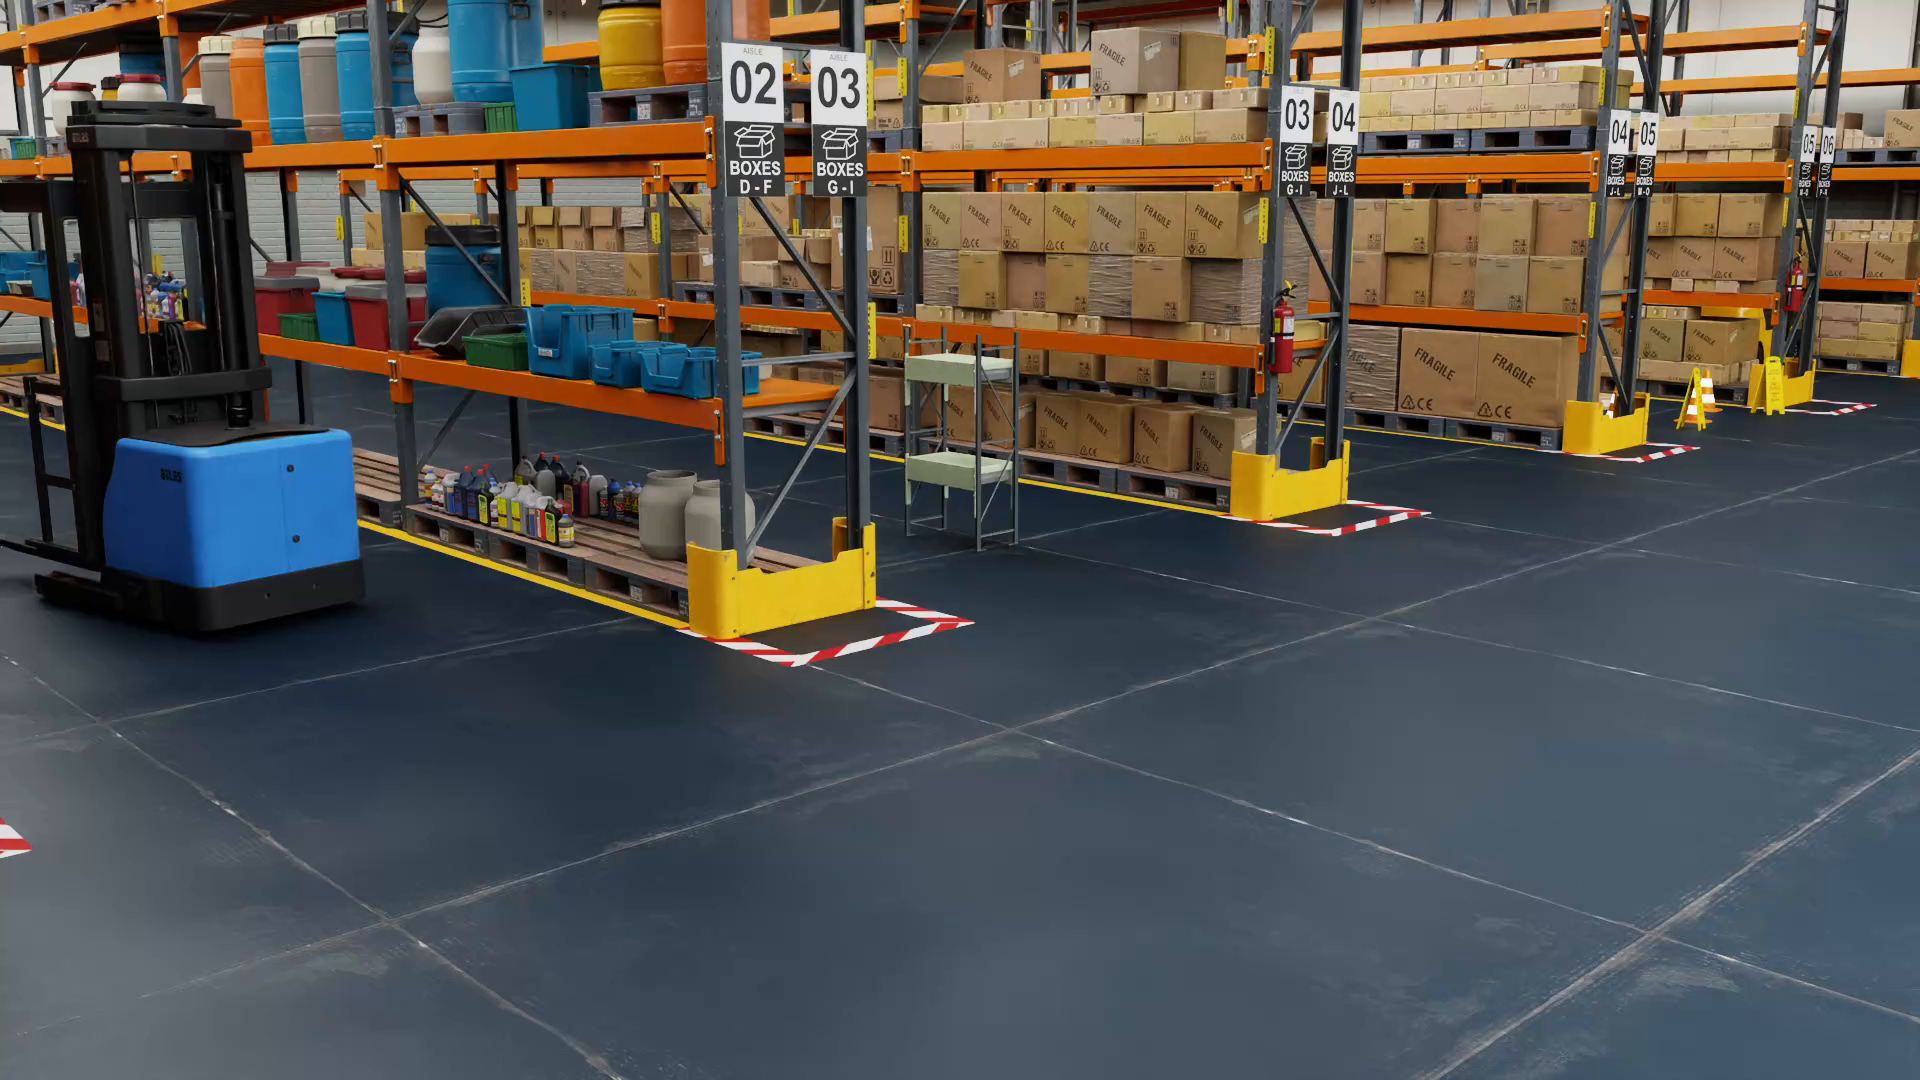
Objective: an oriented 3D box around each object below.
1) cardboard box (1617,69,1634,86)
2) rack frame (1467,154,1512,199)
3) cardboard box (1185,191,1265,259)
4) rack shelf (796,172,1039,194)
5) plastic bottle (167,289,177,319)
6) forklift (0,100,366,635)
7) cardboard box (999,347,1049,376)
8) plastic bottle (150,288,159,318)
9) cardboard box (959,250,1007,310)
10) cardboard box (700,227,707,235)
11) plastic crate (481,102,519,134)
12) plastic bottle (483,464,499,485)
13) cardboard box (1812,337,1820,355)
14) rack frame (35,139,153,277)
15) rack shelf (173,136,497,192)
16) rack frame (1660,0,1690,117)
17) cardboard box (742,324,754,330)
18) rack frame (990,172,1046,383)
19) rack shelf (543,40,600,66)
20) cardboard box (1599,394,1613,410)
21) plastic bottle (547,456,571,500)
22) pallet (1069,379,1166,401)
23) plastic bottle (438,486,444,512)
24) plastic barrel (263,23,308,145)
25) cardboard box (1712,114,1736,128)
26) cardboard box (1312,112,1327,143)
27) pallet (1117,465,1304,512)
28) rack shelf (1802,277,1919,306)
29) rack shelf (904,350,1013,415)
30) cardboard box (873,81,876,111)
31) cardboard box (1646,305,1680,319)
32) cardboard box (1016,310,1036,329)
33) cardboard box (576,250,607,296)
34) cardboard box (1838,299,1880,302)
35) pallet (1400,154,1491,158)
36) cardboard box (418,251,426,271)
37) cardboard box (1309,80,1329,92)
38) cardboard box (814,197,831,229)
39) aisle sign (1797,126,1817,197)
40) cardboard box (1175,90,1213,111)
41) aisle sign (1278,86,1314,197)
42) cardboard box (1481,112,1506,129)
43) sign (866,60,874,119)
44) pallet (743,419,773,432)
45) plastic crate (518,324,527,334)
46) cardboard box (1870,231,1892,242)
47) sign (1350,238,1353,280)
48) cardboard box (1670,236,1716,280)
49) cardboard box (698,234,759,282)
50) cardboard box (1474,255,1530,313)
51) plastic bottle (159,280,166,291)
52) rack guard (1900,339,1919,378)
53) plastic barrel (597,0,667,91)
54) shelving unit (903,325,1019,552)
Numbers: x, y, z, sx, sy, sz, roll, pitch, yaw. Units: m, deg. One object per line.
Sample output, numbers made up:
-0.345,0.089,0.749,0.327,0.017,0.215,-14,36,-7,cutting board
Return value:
6.305,-4.464,16.068,0.380,0.149,0.250,-11,16,-42,cardboard box
7.053,-3.668,22.279,1.000,3.000,0.127,-11,16,-43,rack frame
2.090,-2.433,12.824,0.500,0.500,0.500,-11,16,-43,cardboard box
-0.600,-4.955,22.880,1.077,0.370,4.000,-11,16,-43,rack shelf
-7.206,-2.156,15.233,0.061,0.283,0.133,-11,16,-43,plastic bottle
-5.025,-1.124,10.103,3.031,2.935,1.130,8,14,36,forklift
1.136,-2.549,21.386,1.050,0.750,0.750,-11,16,-43,cardboard box
-7.541,-2.227,15.604,0.097,0.271,0.097,0,12,0,plastic bottle
0.472,-2.329,14.798,0.875,0.500,0.500,-11,16,-43,cardboard box
-3.916,-4.657,26.098,0.500,0.500,0.500,-11,16,-42,cardboard box
-2.804,-2.694,10.643,0.336,0.188,0.450,-11,16,-43,plastic crate
-3.335,-0.359,11.694,0.144,0.351,0.185,-11,16,-43,plastic bottle
12.175,-2.808,23.879,0.500,0.250,0.500,-11,16,-42,cardboard box
-9.221,-2.764,17.893,1.000,3.000,0.127,-11,16,-43,rack frame
-5.077,-3.005,13.413,1.077,0.370,4.000,-11,16,-43,rack shelf
10.641,-7.298,25.034,1.000,3.000,0.127,-11,16,-43,rack frame
-3.115,-3.246,25.523,0.380,0.149,0.250,-10,16,-41,cardboard box
0.781,-3.547,21.693,1.000,3.000,0.127,-11,16,-43,rack frame
-4.257,-5.552,19.334,1.077,0.370,4.000,-11,16,-43,rack shelf
7.450,-1.597,19.295,0.380,0.149,0.250,-3,12,-13,cardboard box
-2.911,-0.433,12.052,0.185,0.351,0.144,11,16,42,plastic bottle
2.109,-1.877,20.501,1.003,0.211,1.213,-11,16,-43,pallet
-3.653,-0.304,11.798,0.097,0.201,0.097,0,12,0,plastic bottle
-5.108,-3.546,13.013,0.600,0.901,0.708,-11,16,-43,plastic barrel
9.029,-4.906,19.505,0.380,0.149,0.250,-11,16,-43,cardboard box
2.503,-3.205,12.972,0.500,0.250,0.500,-10,15,-41,cardboard box
2.060,-0.472,13.678,1.003,0.211,1.213,-11,16,-43,pallet
12.022,-3.716,24.295,1.077,0.370,4.000,-11,16,-43,rack shelf
0.005,-1.116,11.677,0.431,0.370,0.720,-11,16,-43,rack shelf
-1.018,-4.232,16.288,0.797,0.503,0.637,-10,15,-40,cardboard box
8.601,-2.790,20.326,0.380,0.149,0.250,-11,16,-42,cardboard box
0.698,-1.911,14.377,0.380,0.149,0.250,-11,16,-43,cardboard box
-4.097,-3.106,19.305,0.500,0.500,0.500,11,16,43,cardboard box
12.861,-3.294,23.760,0.500,0.250,0.500,-11,16,-42,cardboard box
6.704,-5.150,22.505,1.213,0.211,1.003,-11,16,-43,pallet
-6.845,-3.704,22.090,0.500,0.250,0.500,-10,16,-41,cardboard box
3.900,-4.780,17.602,0.380,0.149,0.250,-11,16,-43,cardboard box
-2.117,-4.915,24.870,0.500,0.500,0.500,-10,16,-41,cardboard box
9.649,-4.308,18.943,0.394,0.787,0.004,-11,16,-43,aisle sign
1.868,-3.370,12.784,0.250,0.149,0.380,11,16,43,cardboard box
2.474,-2.925,12.234,0.394,0.787,0.004,-11,16,-43,aisle sign
5.305,-4.093,16.243,0.380,0.149,0.250,-11,16,-42,cardboard box
-0.533,-2.562,9.458,0.100,0.325,0.005,-11,16,-43,sign
-2.338,-1.390,18.137,1.003,0.211,1.213,-11,16,-43,pallet
-2.736,-1.400,11.641,0.499,0.251,0.616,-11,16,-43,plastic crate
12.763,-4.187,22.947,0.380,0.149,0.250,-11,16,-42,cardboard box
3.041,-2.202,13.023,0.100,0.325,0.005,-11,16,-43,sign
8.899,-3.393,19.962,0.500,0.500,0.500,-11,16,-42,cardboard box
-2.474,-3.052,18.002,0.500,0.500,0.500,9,15,38,cardboard box
5.621,-2.578,16.618,0.875,0.550,0.550,-11,16,-43,cardboard box
-8.192,-2.541,17.132,0.097,0.271,0.097,0,12,0,plastic bottle
13.420,-2.548,23.041,1.175,0.500,0.348,-11,16,-43,rack guard
-1.813,-2.928,9.750,0.600,0.588,0.600,0,12,0,plastic barrel
0.005,-0.734,11.755,0.431,1.500,0.755,-11,16,-43,shelving unit
